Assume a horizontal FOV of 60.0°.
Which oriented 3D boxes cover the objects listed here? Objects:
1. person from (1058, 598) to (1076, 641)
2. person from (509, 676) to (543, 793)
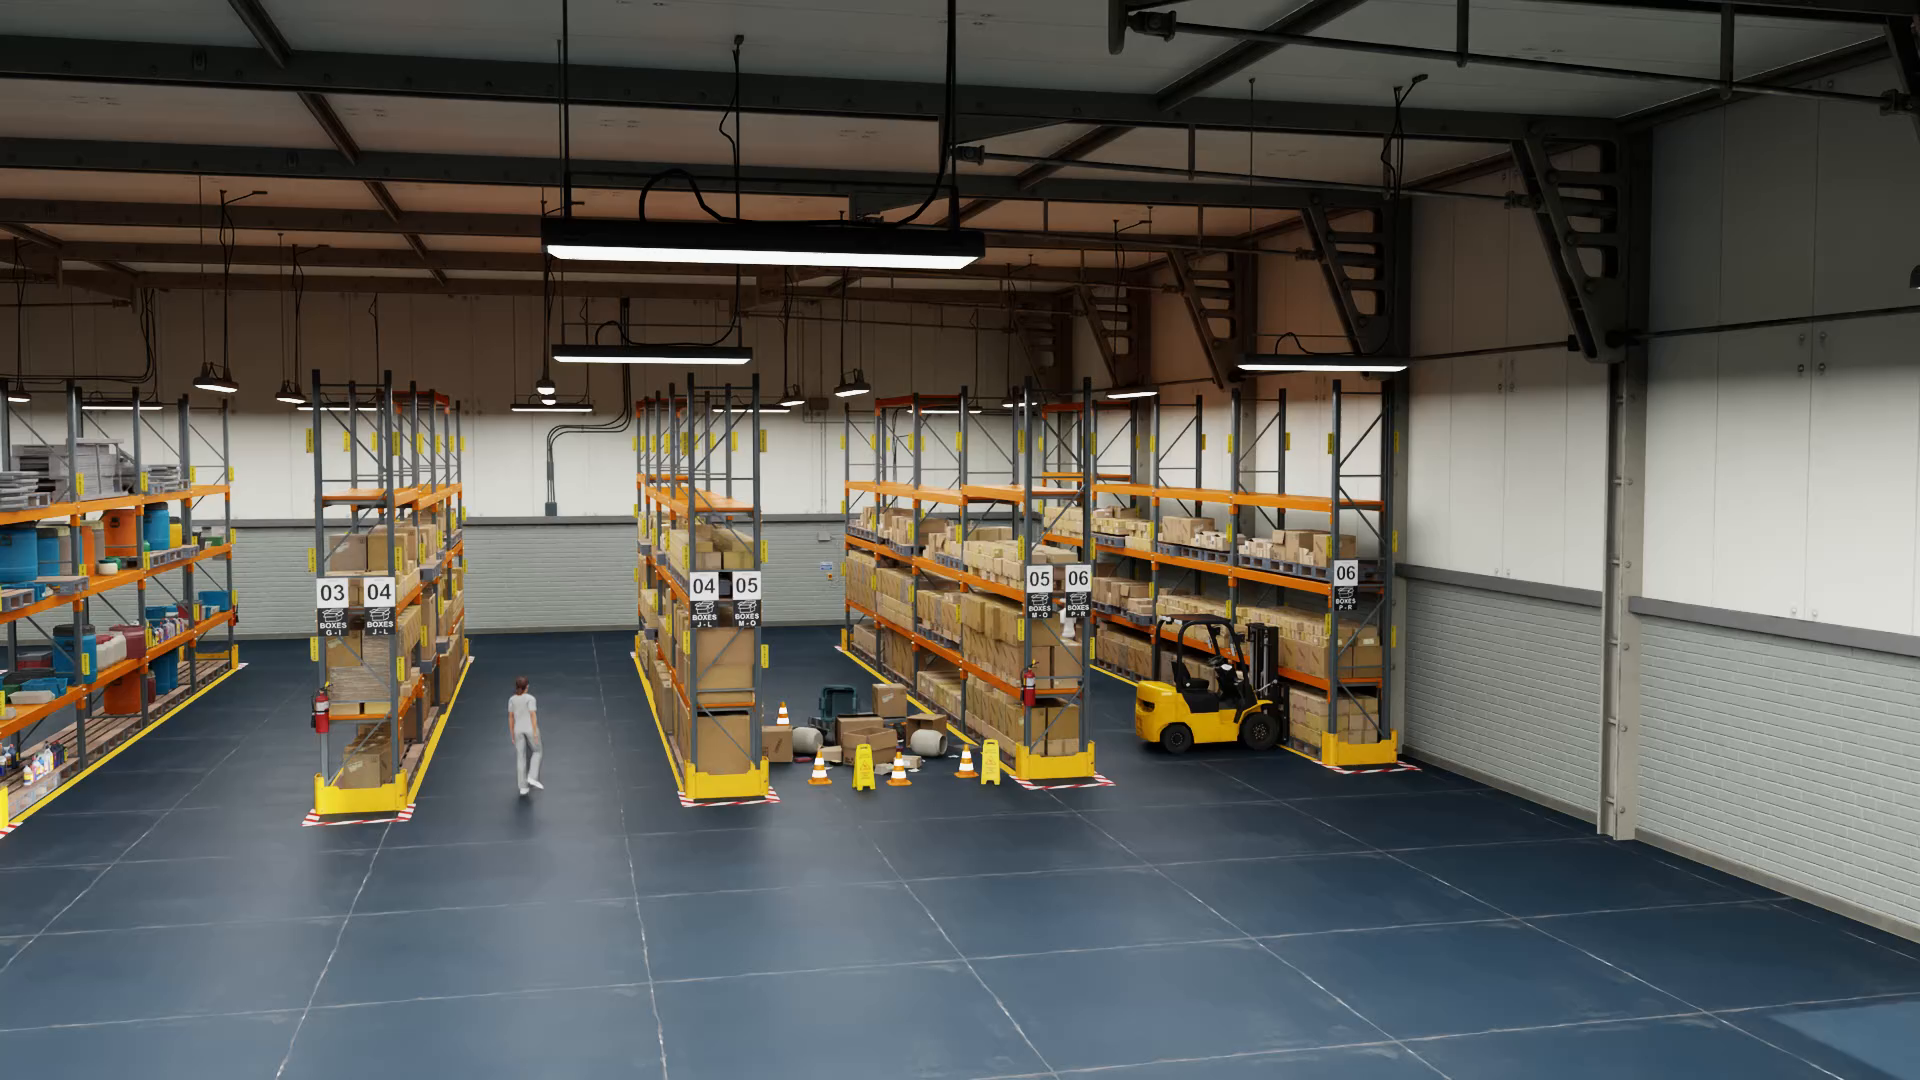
[{"bbox_3d":[2.274,2.073,35.476,0.467,1.766,0.616,3,4,39],"label":"person"},{"bbox_3d":[-6.246,2.782,23.846,0.474,1.655,0.514,0,3,-3],"label":"person"}]
